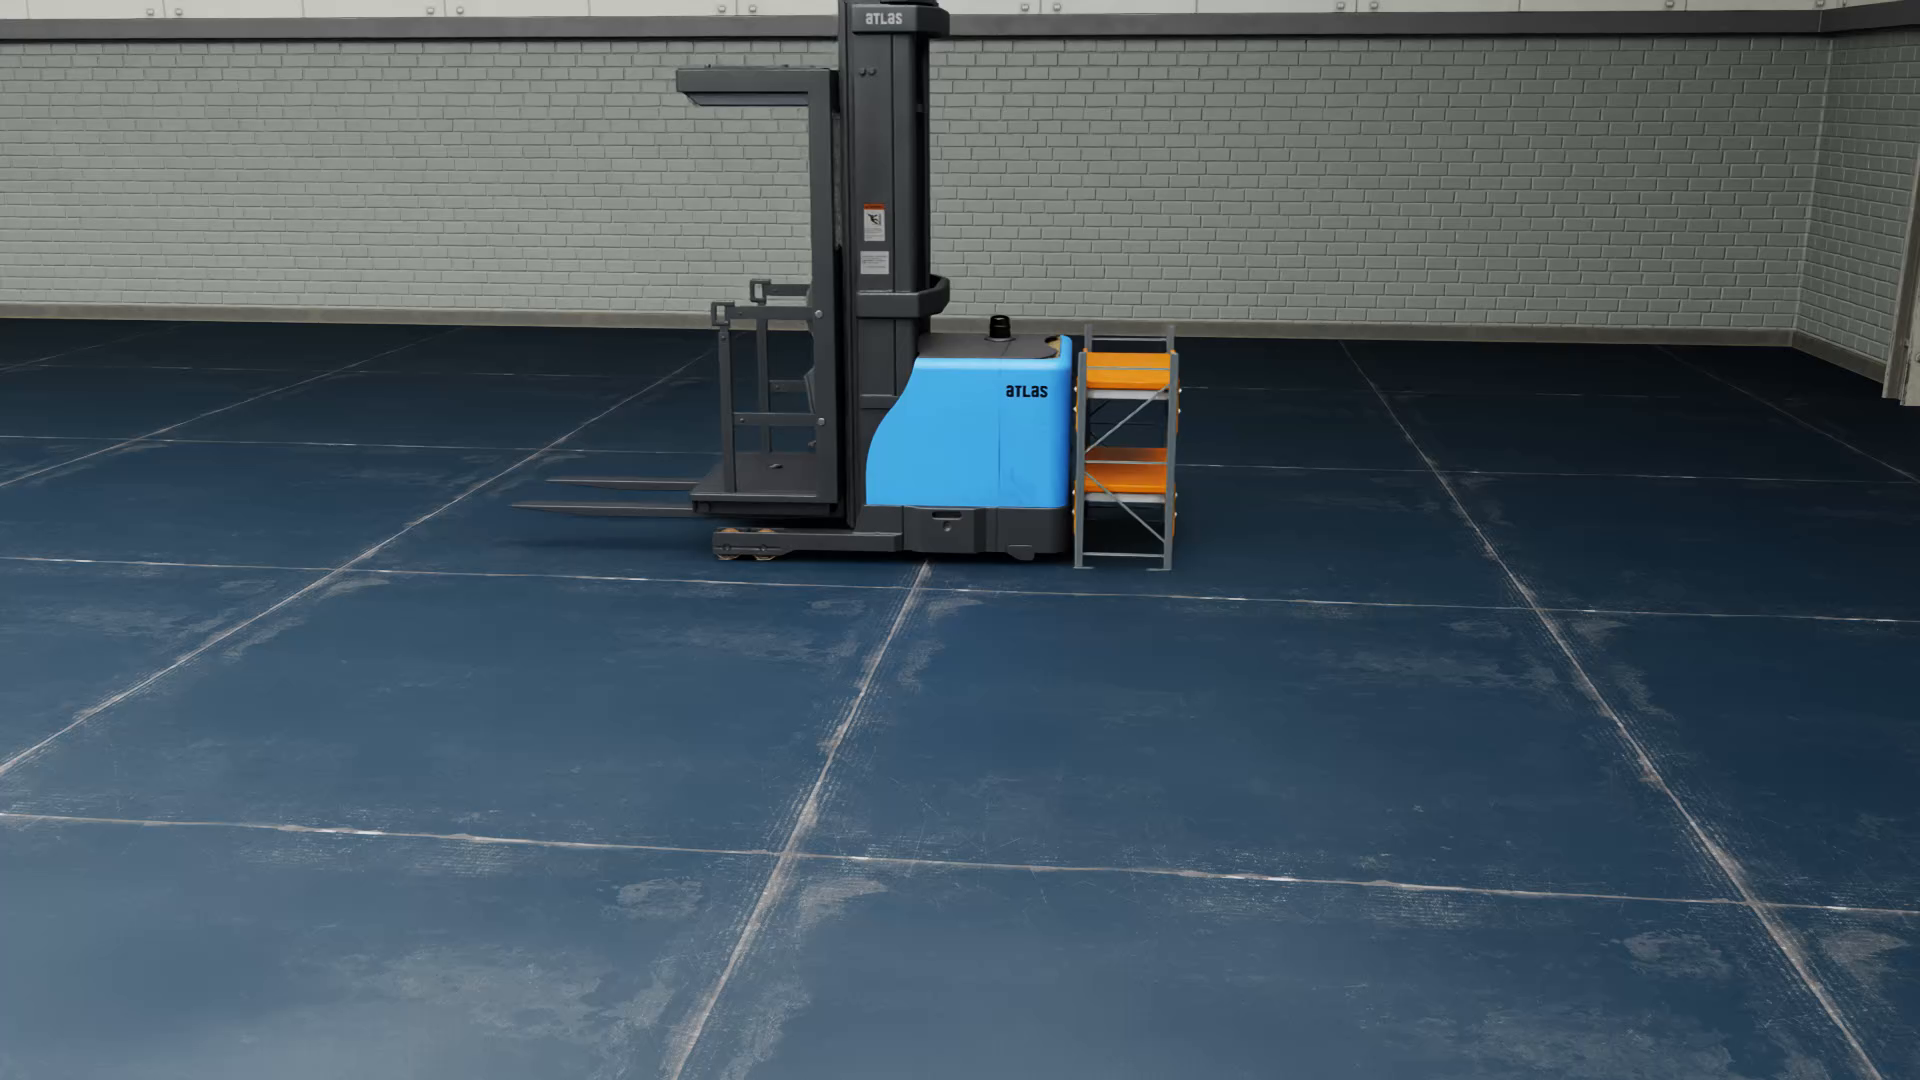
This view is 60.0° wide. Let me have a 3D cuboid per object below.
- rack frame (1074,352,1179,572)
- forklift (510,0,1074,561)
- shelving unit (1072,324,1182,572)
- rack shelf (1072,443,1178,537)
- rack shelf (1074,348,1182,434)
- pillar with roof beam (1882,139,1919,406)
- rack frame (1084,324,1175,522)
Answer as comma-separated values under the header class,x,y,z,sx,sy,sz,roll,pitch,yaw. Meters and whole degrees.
class,x,y,z,sx,sy,sz,roll,pitch,yaw
rack frame,0.842,-0.391,8.454,0.500,1.125,0.032,2,15,6
forklift,-0.901,-1.440,8.873,3.031,2.935,1.130,1,15,4
shelving unit,0.895,-0.523,8.942,0.538,1.125,1.048,2,15,6
rack shelf,0.895,-0.287,9.006,0.538,0.278,1.000,2,15,6
rack shelf,0.895,-0.806,8.865,0.538,0.278,1.000,2,15,6
pillar with roof beam,3.306,-5.574,12.537,9.100,9.000,0.400,2,15,6
rack frame,0.947,-0.655,9.430,0.500,1.125,0.032,2,15,6
